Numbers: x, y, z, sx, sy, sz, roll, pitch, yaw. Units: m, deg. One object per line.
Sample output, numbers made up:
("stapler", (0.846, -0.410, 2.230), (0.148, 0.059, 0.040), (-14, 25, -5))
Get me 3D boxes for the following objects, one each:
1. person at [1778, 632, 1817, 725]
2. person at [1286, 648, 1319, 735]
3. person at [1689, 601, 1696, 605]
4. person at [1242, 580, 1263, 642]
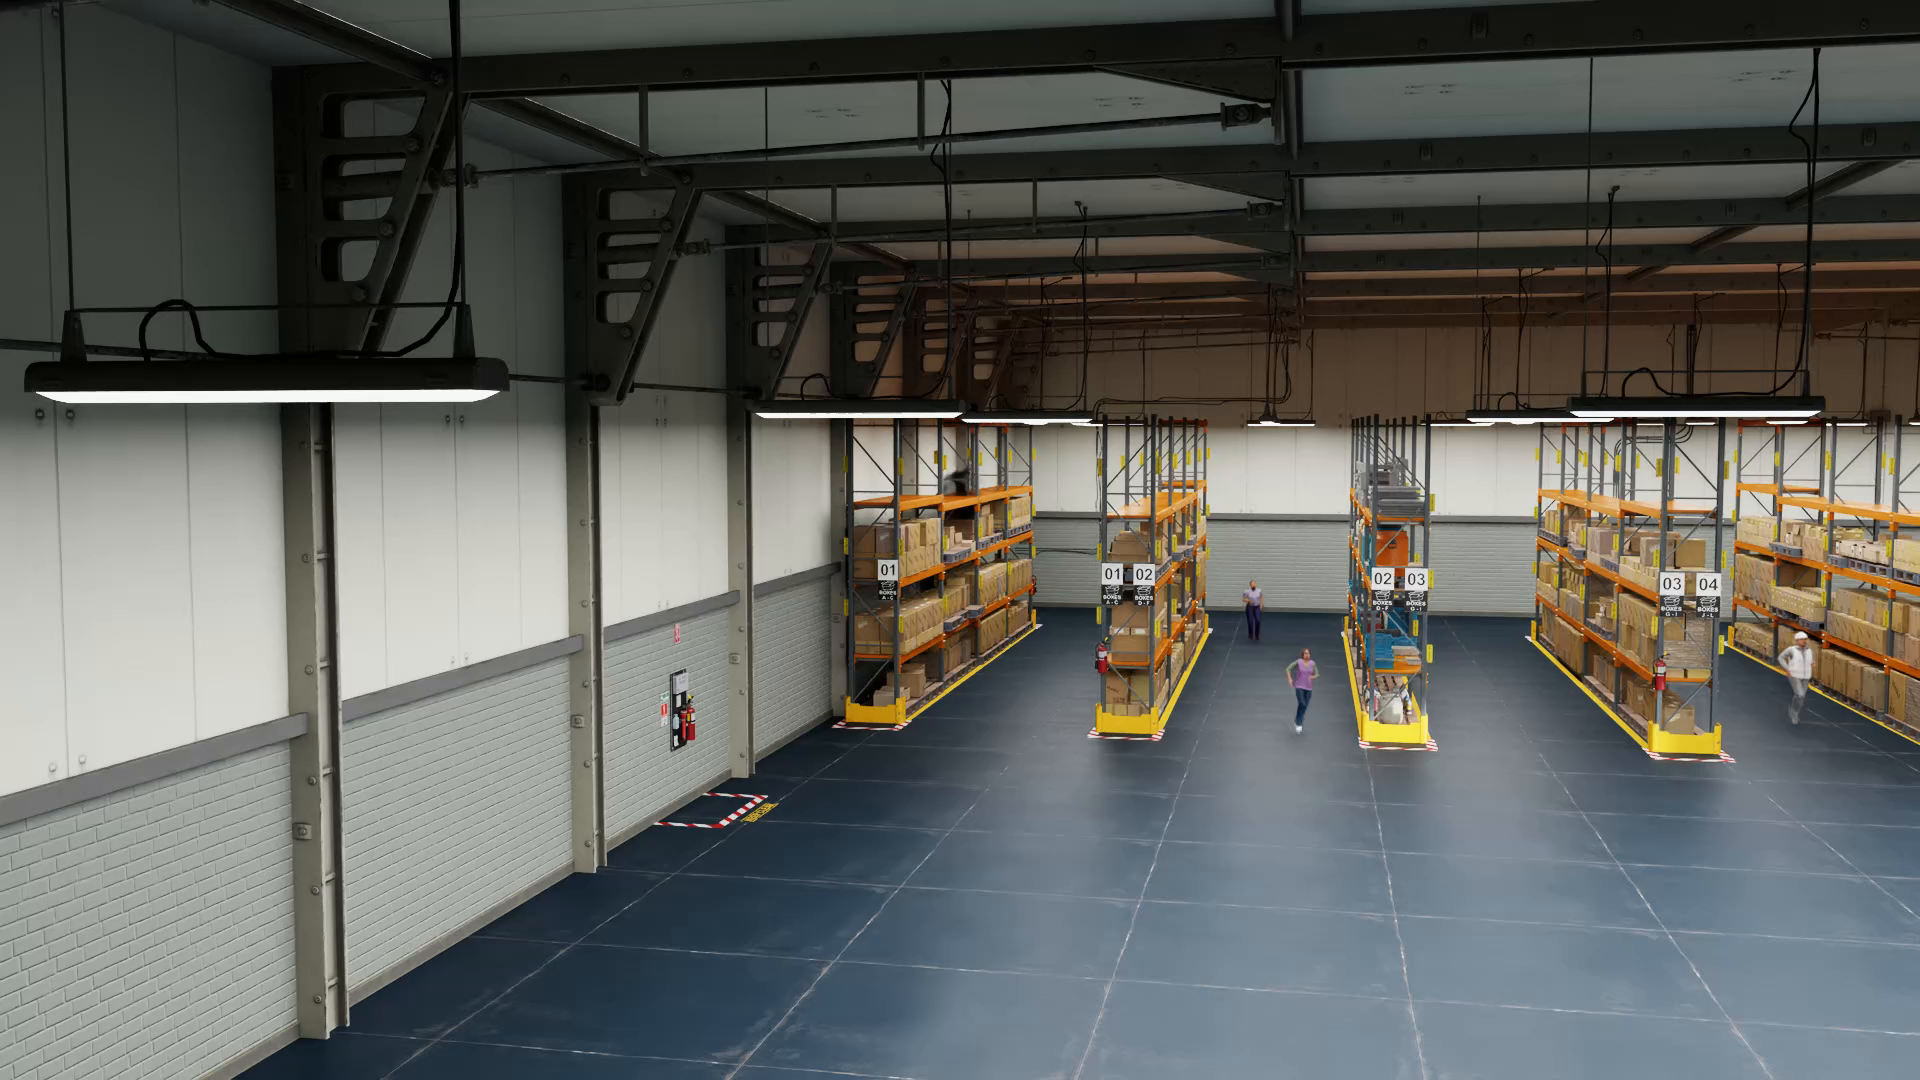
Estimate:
("person", (16.345, 2.694, 32.366), (0.635, 1.813, 0.751), (0, 4, -4))
("person", (6.488, 2.844, 31.416), (0.545, 1.631, 0.631), (-1, 4, -12))
("person", (18.786, 2.027, 42.355), (0.739, 1.735, 0.829), (2, 4, 22))
("person", (7.910, 1.925, 44.929), (0.589, 1.697, 0.734), (0, 4, 6))
